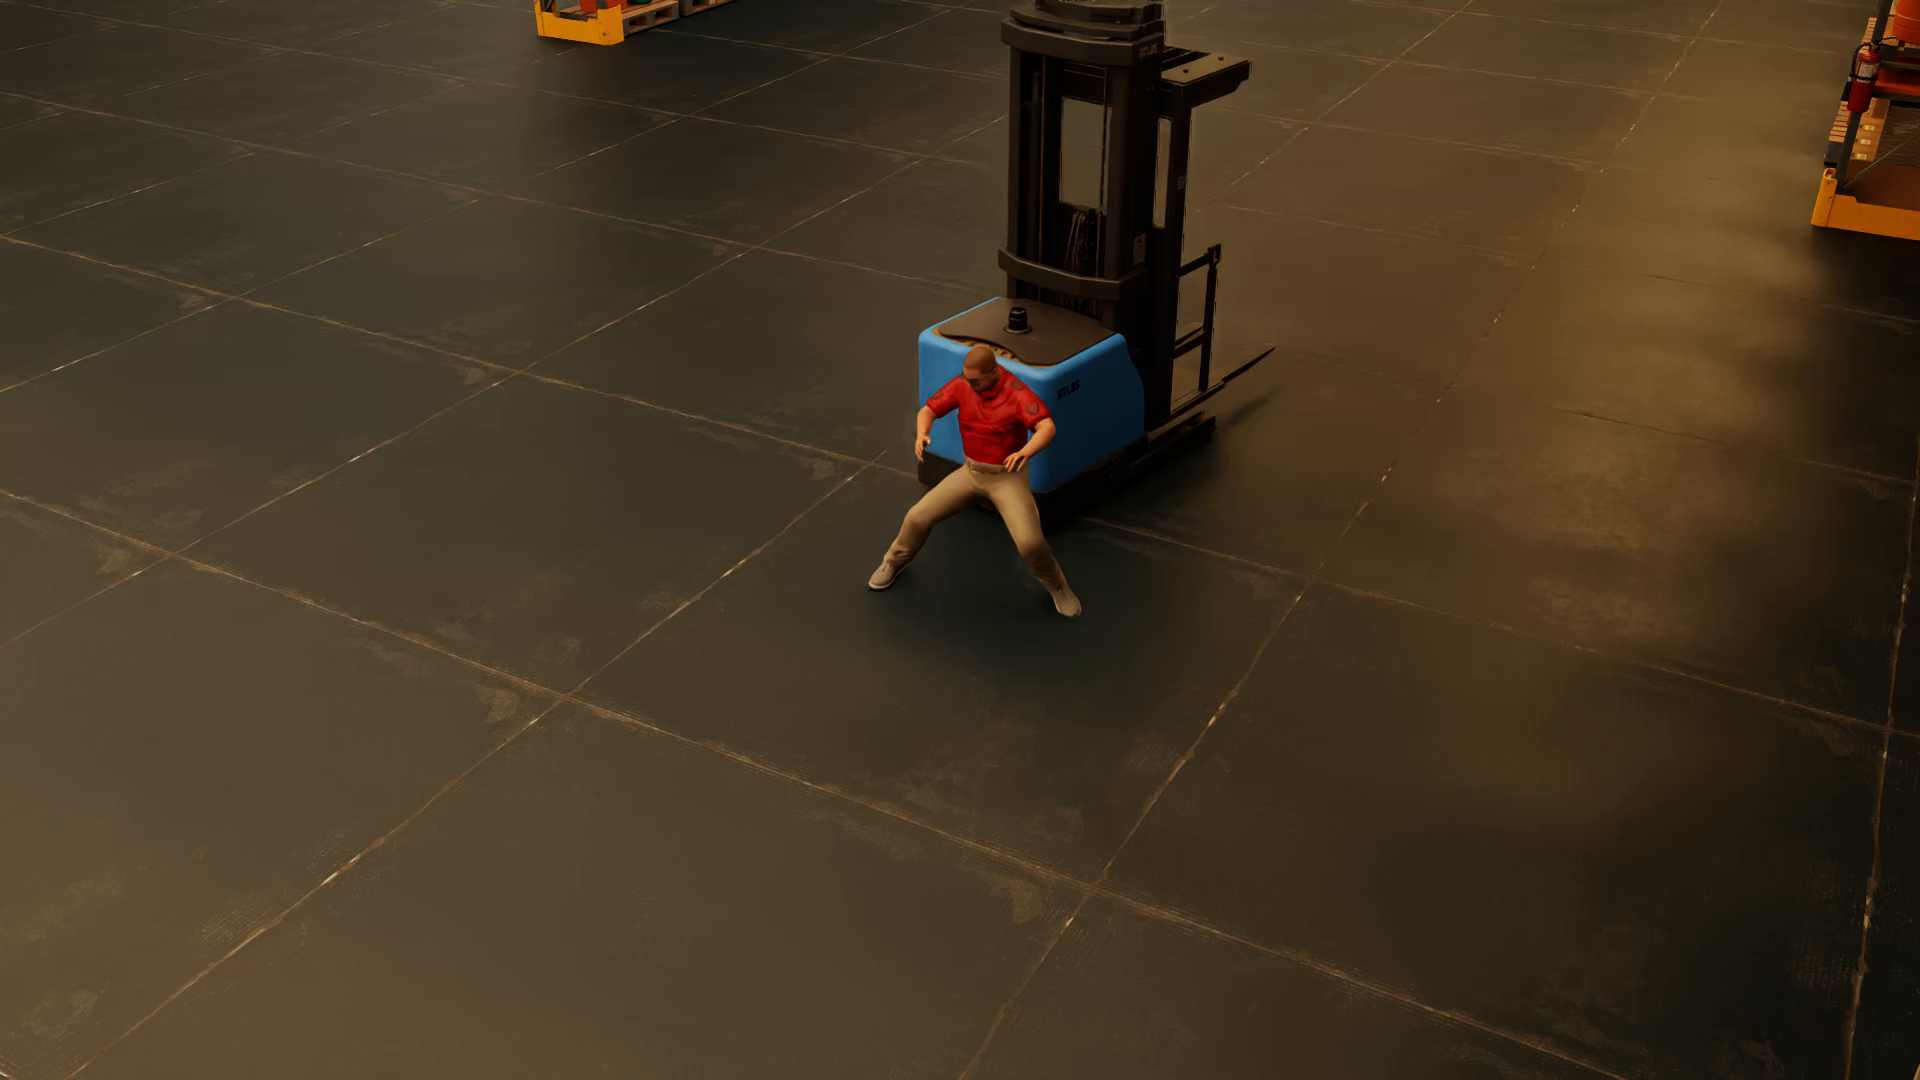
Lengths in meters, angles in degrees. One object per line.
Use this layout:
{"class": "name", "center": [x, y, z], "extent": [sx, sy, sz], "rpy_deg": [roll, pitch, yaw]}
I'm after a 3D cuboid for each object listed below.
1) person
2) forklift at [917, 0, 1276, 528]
{"class": "person", "center": [0.095, -0.320, 9.091], "extent": [1.180, 1.525, 0.670], "rpy_deg": [21, 36, 32]}
{"class": "forklift", "center": [1.059, -2.007, 10.549], "extent": [1.130, 2.935, 3.031], "rpy_deg": [23, 37, 34]}
